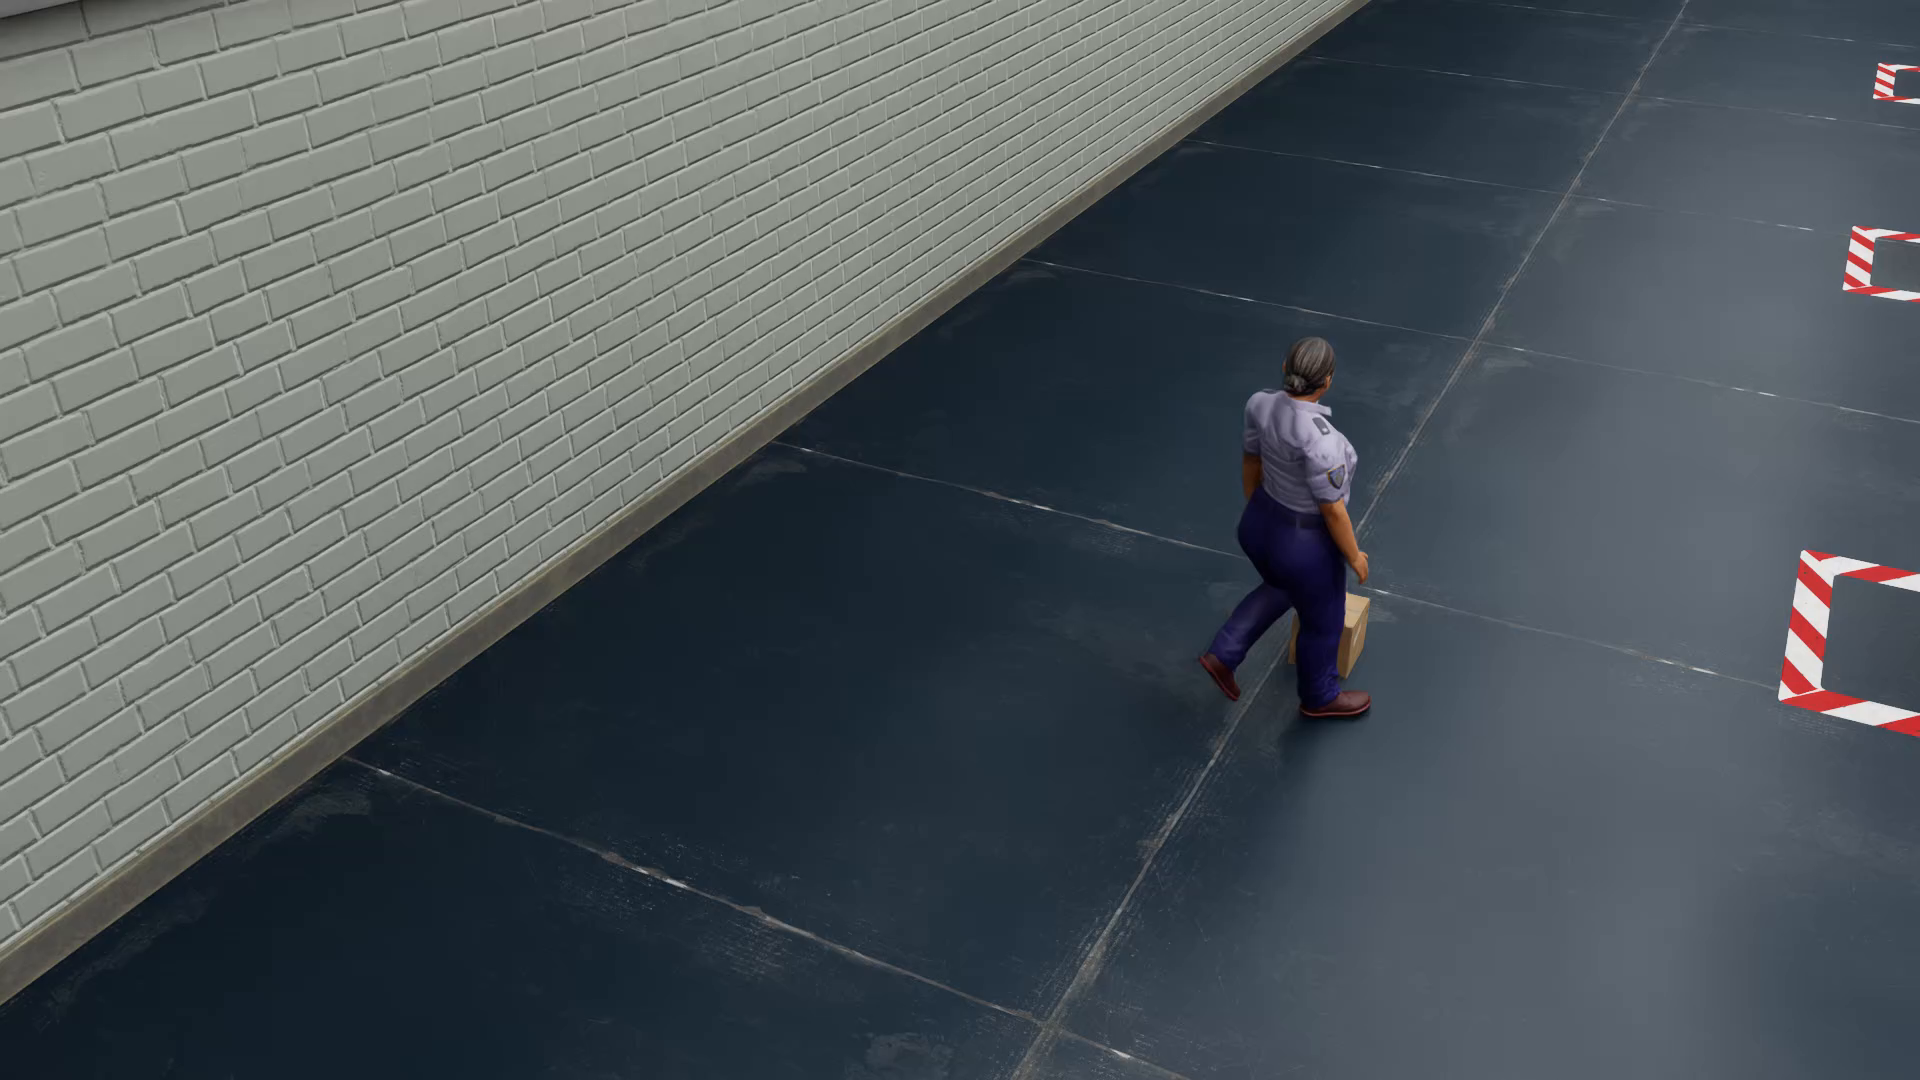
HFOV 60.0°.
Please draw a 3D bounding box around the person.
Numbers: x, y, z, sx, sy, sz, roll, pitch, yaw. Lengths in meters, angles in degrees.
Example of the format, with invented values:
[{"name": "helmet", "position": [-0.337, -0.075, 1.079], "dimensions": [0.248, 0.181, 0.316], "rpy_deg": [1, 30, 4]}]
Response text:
[{"name": "person", "position": [1.297, -0.018, 6.189], "dimensions": [0.649, 1.611, 0.521], "rpy_deg": [-15, 34, -24]}]
